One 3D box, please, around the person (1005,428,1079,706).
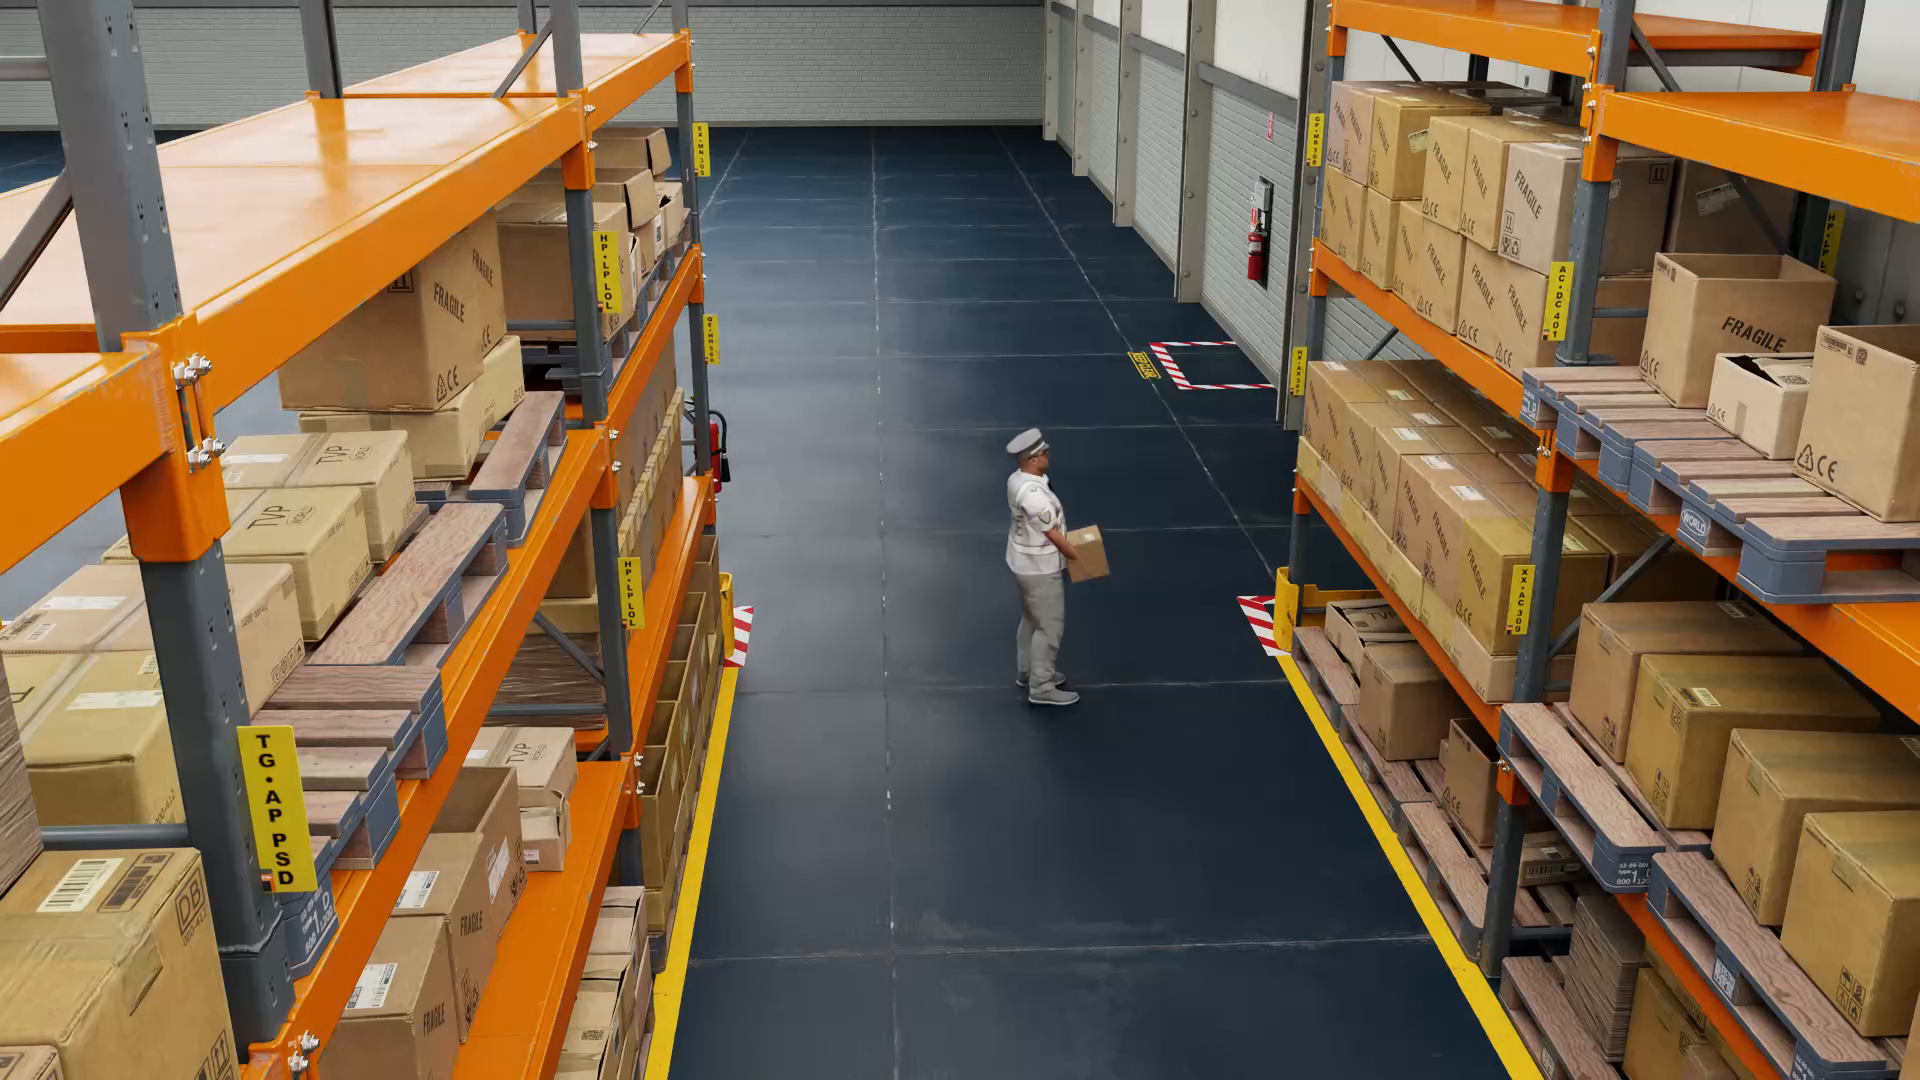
[{"bbox_3d":[0.566,0.150,10.610,0.552,1.782,0.534,-4,21,-11],"label":"person"}]
